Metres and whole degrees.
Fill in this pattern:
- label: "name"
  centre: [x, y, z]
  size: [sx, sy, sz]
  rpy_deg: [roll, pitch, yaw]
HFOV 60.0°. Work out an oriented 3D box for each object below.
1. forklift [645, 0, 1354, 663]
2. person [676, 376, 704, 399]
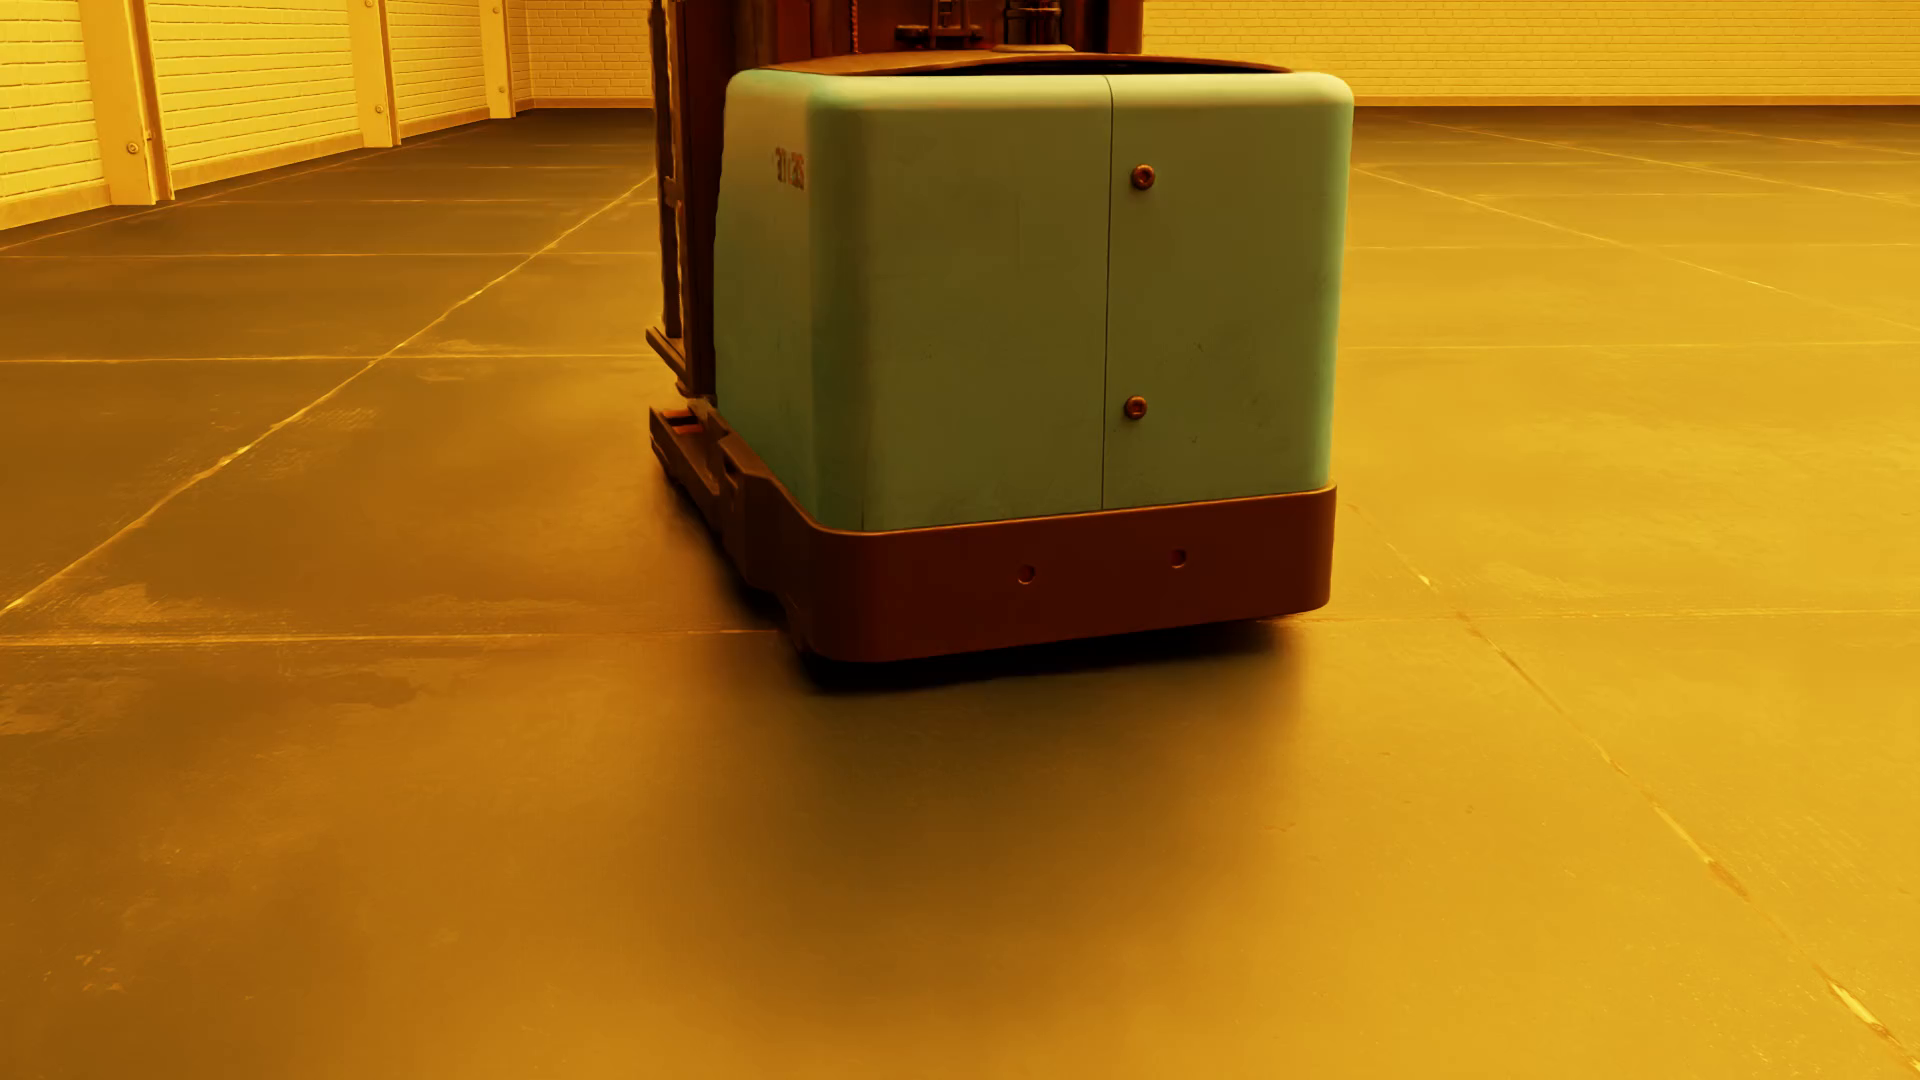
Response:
- label: "forklift"
  centre: [-0.216, -1.574, 4.052]
  size: [1.130, 2.935, 3.031]
  rpy_deg: [-6, 18, -18]
- label: "person"
  centre: [-0.413, -1.179, 4.961]
  size: [1.147, 1.524, 0.758]
  rpy_deg: [3, 17, 10]
